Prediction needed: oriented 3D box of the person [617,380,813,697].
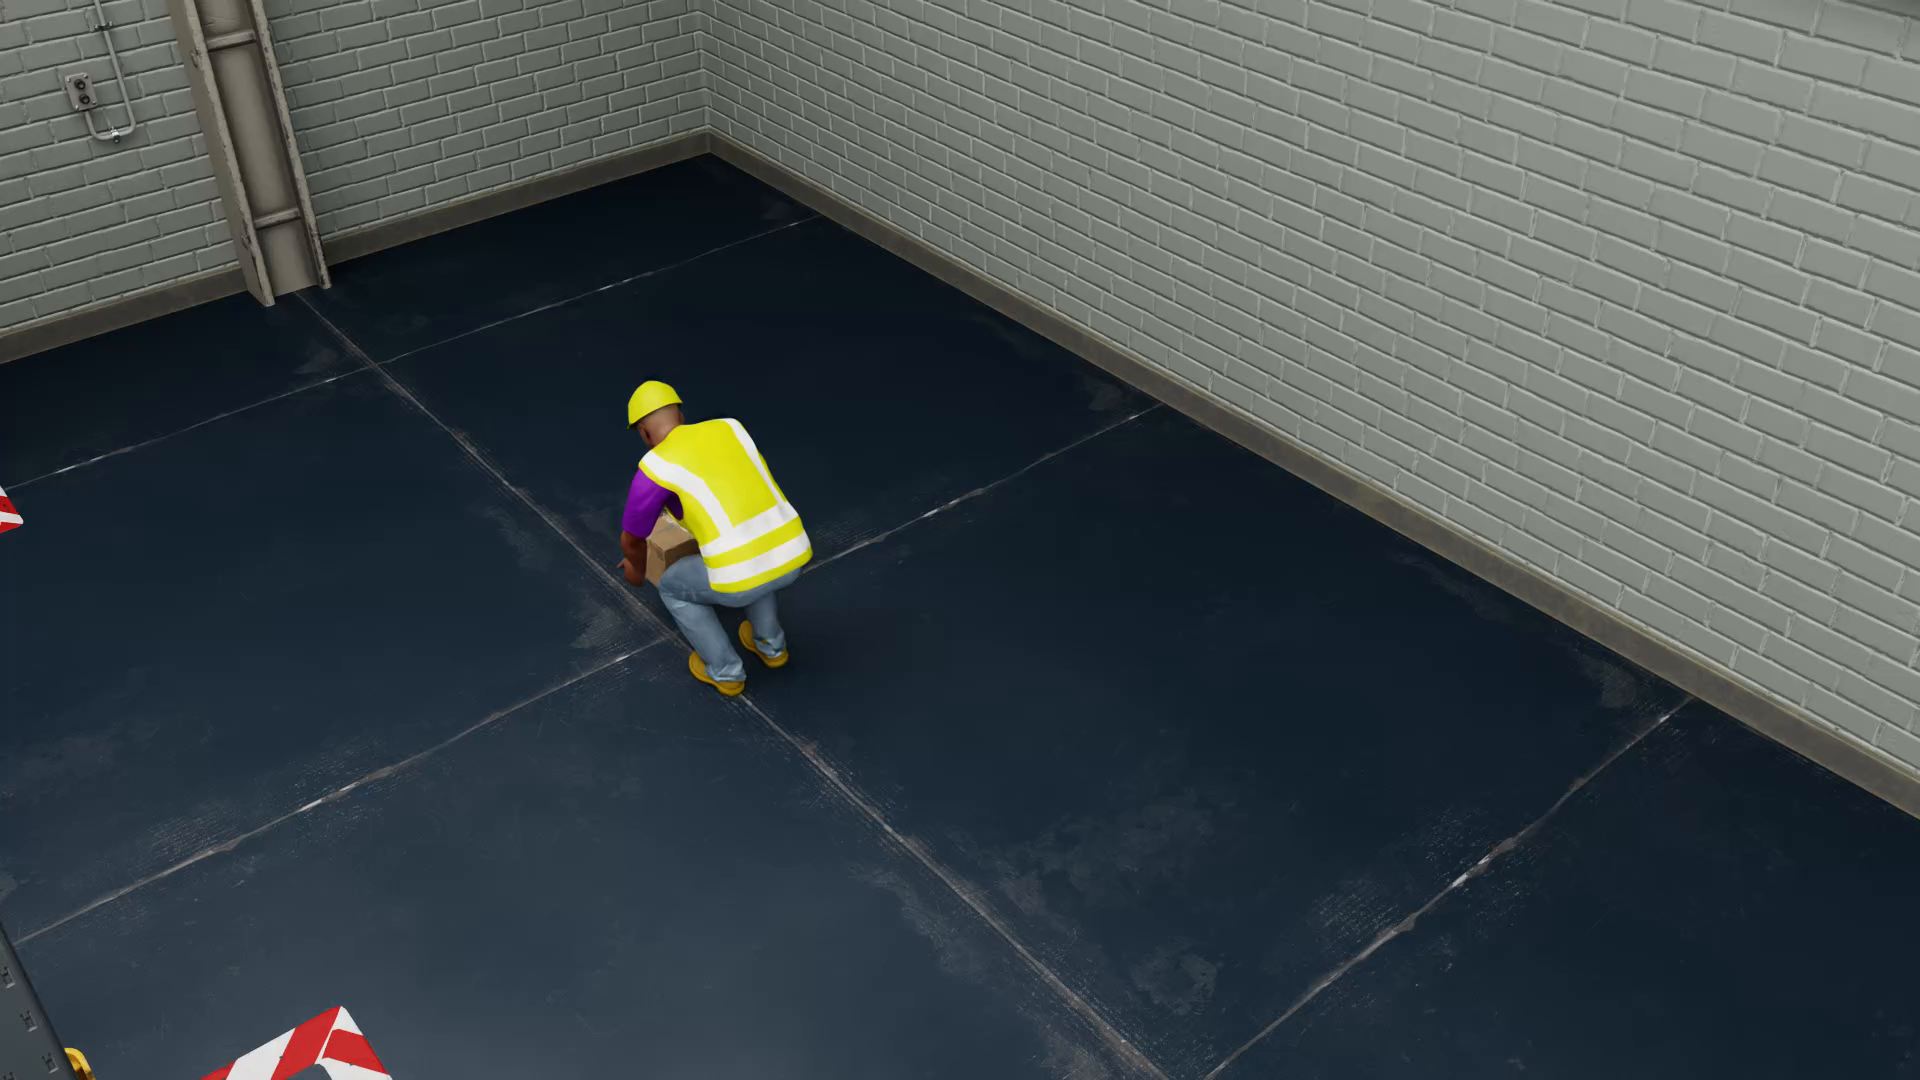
[{"bbox_3d":[-0.986,0.015,6.588,0.620,1.206,0.839,-26,43,-32],"label":"person"}]
